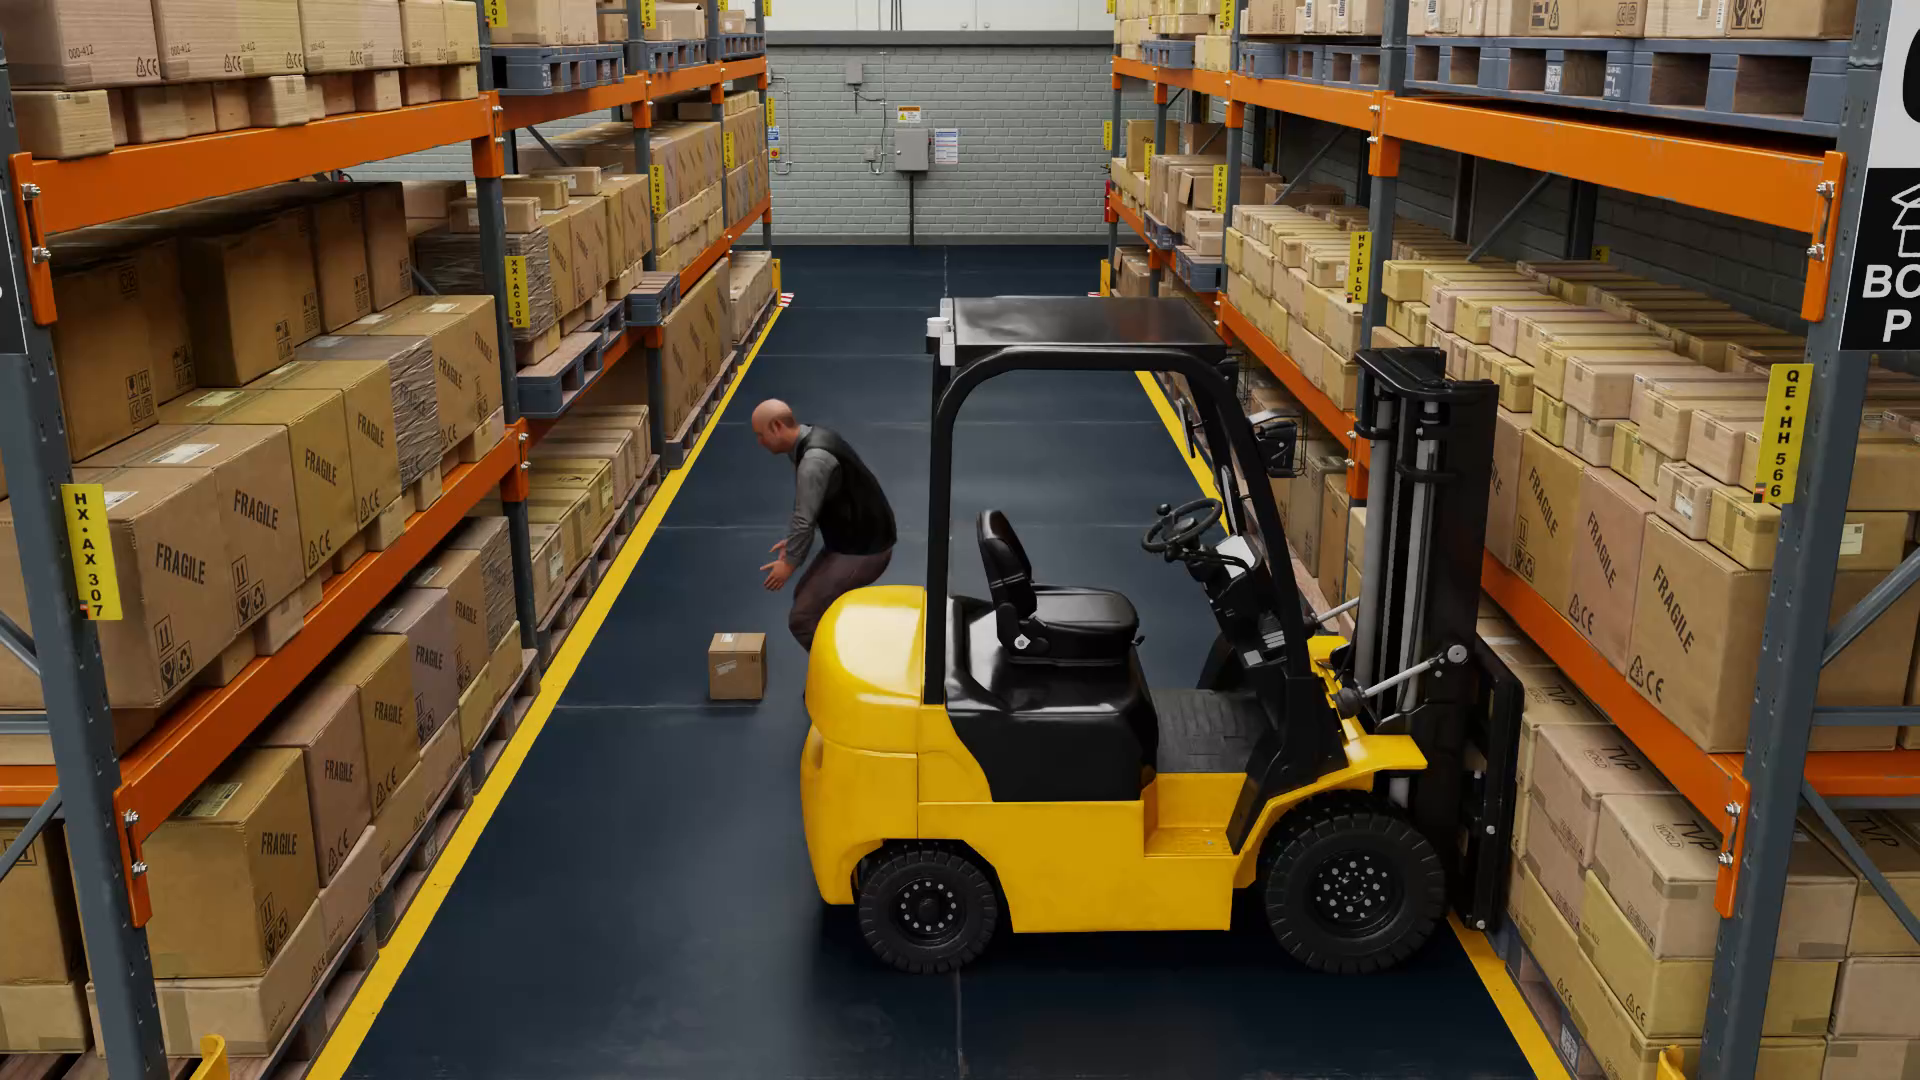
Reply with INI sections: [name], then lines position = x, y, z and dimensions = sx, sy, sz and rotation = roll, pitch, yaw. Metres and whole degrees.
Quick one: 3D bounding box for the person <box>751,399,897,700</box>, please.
[person]
position = -0.632, 0.047, 7.892
dimensions = 0.670, 1.461, 0.590
rotation = 0, 17, 0
